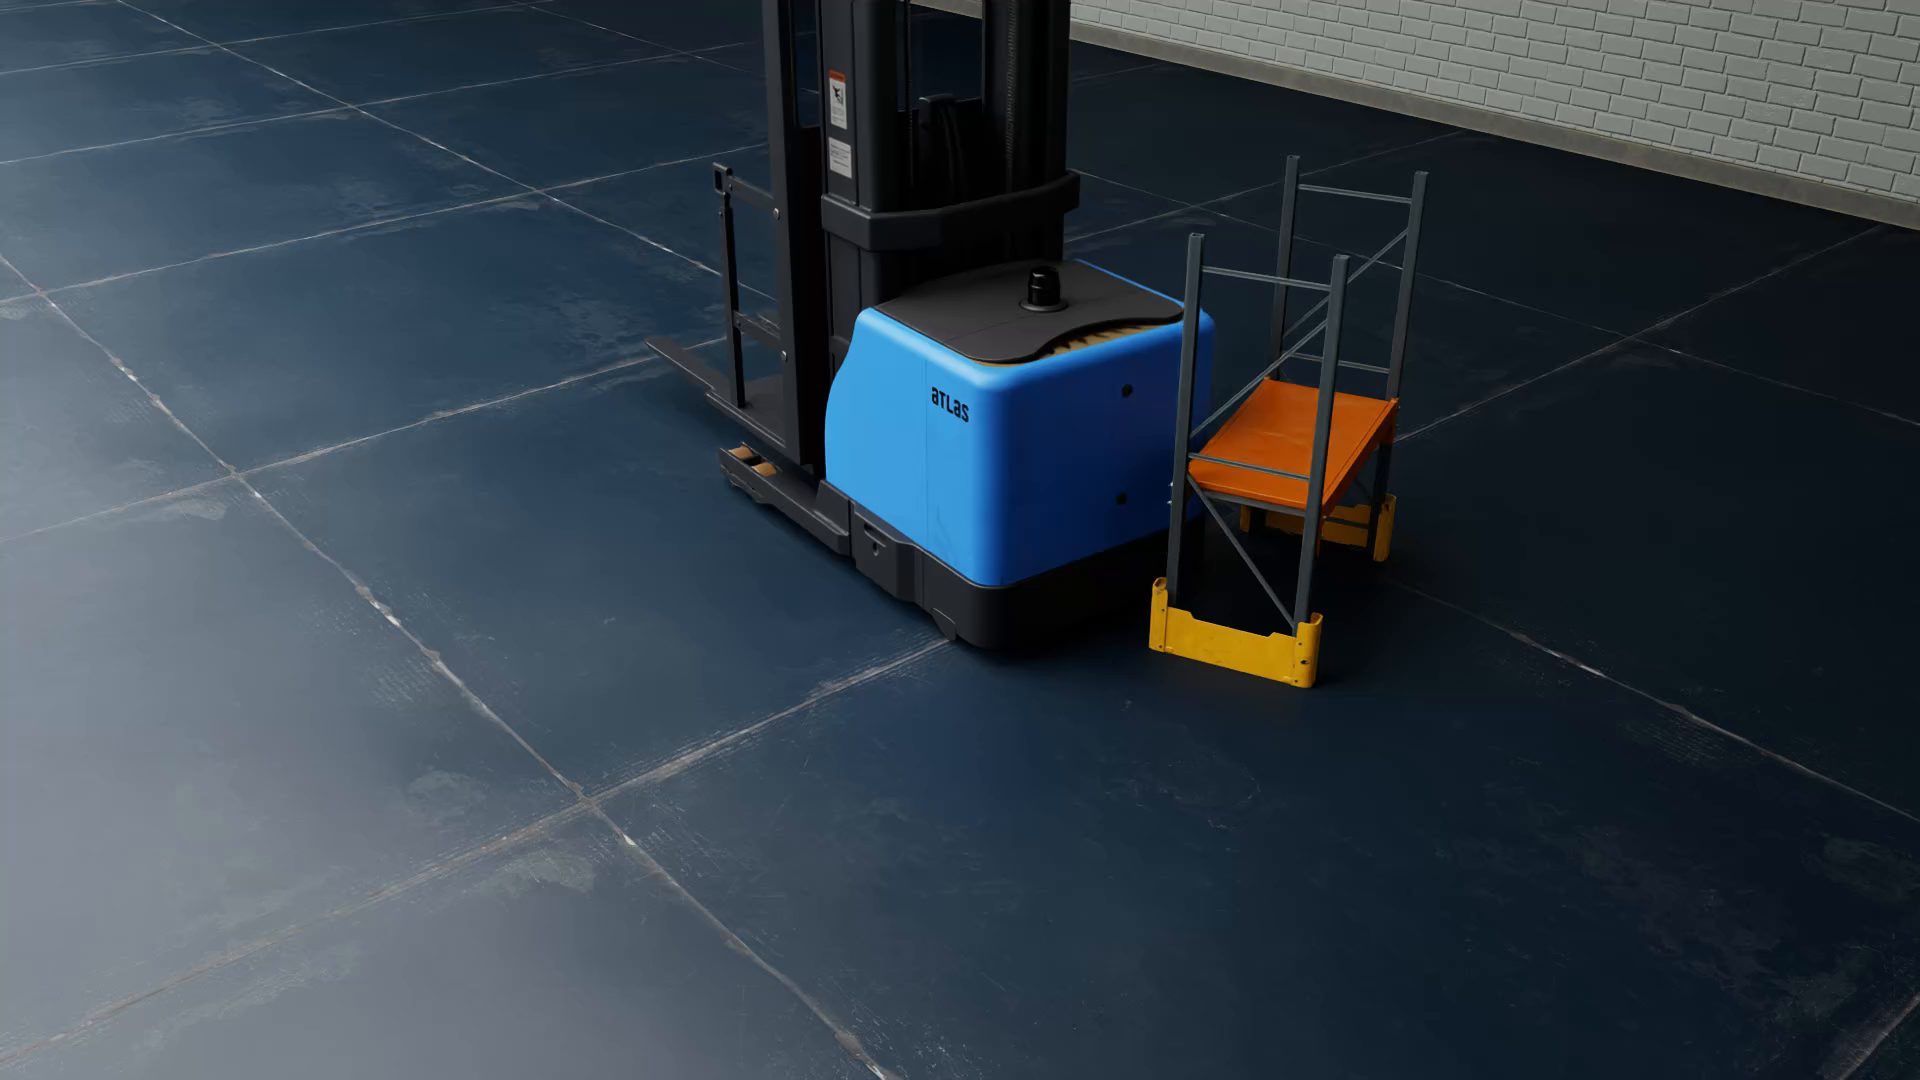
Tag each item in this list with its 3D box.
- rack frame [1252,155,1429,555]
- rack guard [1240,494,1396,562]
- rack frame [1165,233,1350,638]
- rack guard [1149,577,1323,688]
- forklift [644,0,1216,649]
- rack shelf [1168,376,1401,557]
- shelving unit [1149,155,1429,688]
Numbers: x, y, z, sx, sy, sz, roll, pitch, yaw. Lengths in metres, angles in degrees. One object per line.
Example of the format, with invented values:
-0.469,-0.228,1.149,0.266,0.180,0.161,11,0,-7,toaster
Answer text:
1.400,-0.662,6.218,0.500,1.500,0.032,13,31,24,rack frame
1.392,-0.103,6.497,0.587,0.250,0.087,13,31,24,rack guard
0.939,-0.235,5.419,0.500,1.500,0.032,13,31,24,rack frame
0.940,0.315,5.714,0.587,0.250,0.087,13,31,24,rack guard
-0.353,-1.560,6.378,1.130,2.935,3.031,-18,33,-31,forklift
1.170,-0.290,5.903,0.538,0.185,1.000,13,31,24,rack shelf
1.166,-0.445,5.811,0.587,1.500,1.083,13,31,24,shelving unit
